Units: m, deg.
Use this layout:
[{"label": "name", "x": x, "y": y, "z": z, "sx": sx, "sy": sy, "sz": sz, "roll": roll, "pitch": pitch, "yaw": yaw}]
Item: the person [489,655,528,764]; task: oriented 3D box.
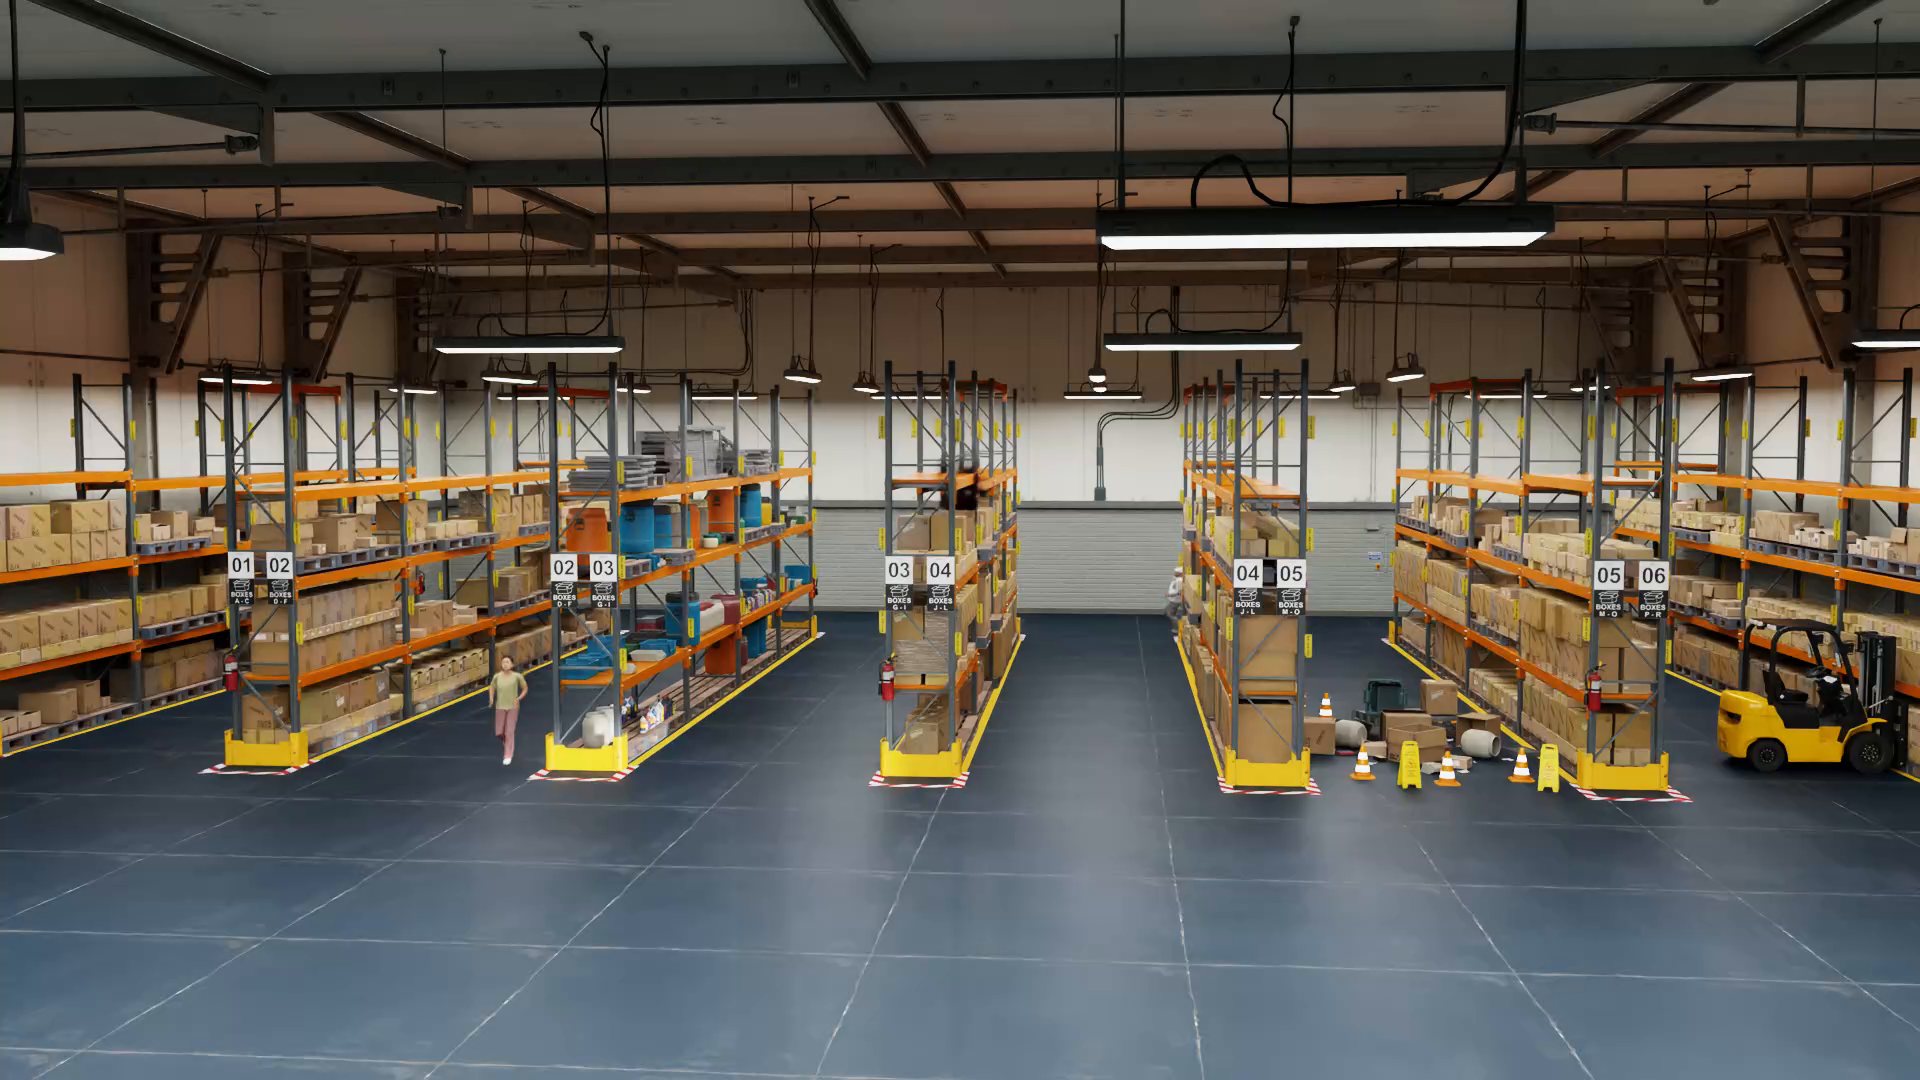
[{"label": "person", "x": -6.827, "y": 2.545, "z": 25.145, "sx": 0.590, "sy": 1.629, "sz": 0.566, "roll": 0, "pitch": 4, "yaw": -2}]

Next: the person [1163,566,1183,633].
[{"label": "person", "x": 5.251, "y": 1.466, "z": 40.868, "sx": 0.575, "sy": 1.708, "sz": 0.772, "roll": 1, "pitch": 4, "yaw": 16}]
